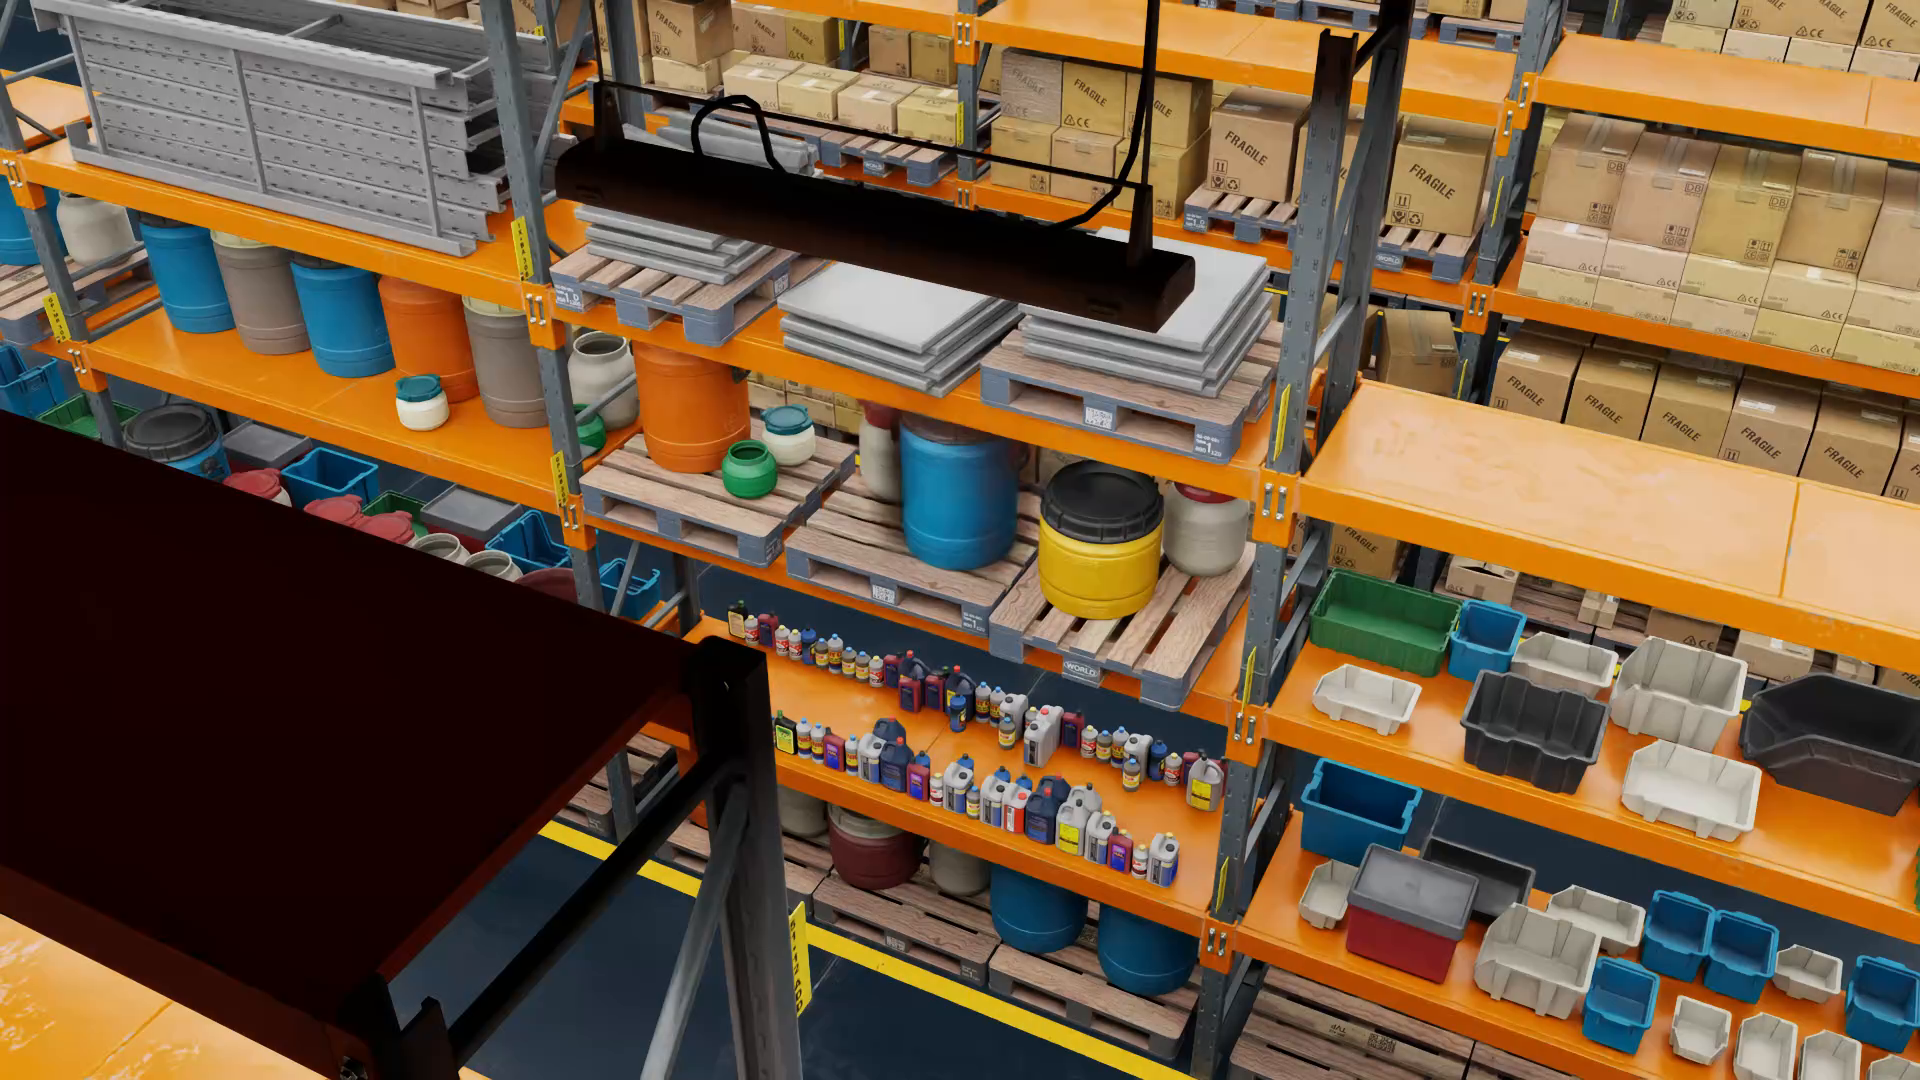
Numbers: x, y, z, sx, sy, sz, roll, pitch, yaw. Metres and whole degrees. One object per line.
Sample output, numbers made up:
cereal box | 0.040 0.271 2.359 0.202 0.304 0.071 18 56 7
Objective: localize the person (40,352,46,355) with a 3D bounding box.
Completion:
person | -9.231 -2.425 15.778 0.568 1.754 0.882 13 37 18
